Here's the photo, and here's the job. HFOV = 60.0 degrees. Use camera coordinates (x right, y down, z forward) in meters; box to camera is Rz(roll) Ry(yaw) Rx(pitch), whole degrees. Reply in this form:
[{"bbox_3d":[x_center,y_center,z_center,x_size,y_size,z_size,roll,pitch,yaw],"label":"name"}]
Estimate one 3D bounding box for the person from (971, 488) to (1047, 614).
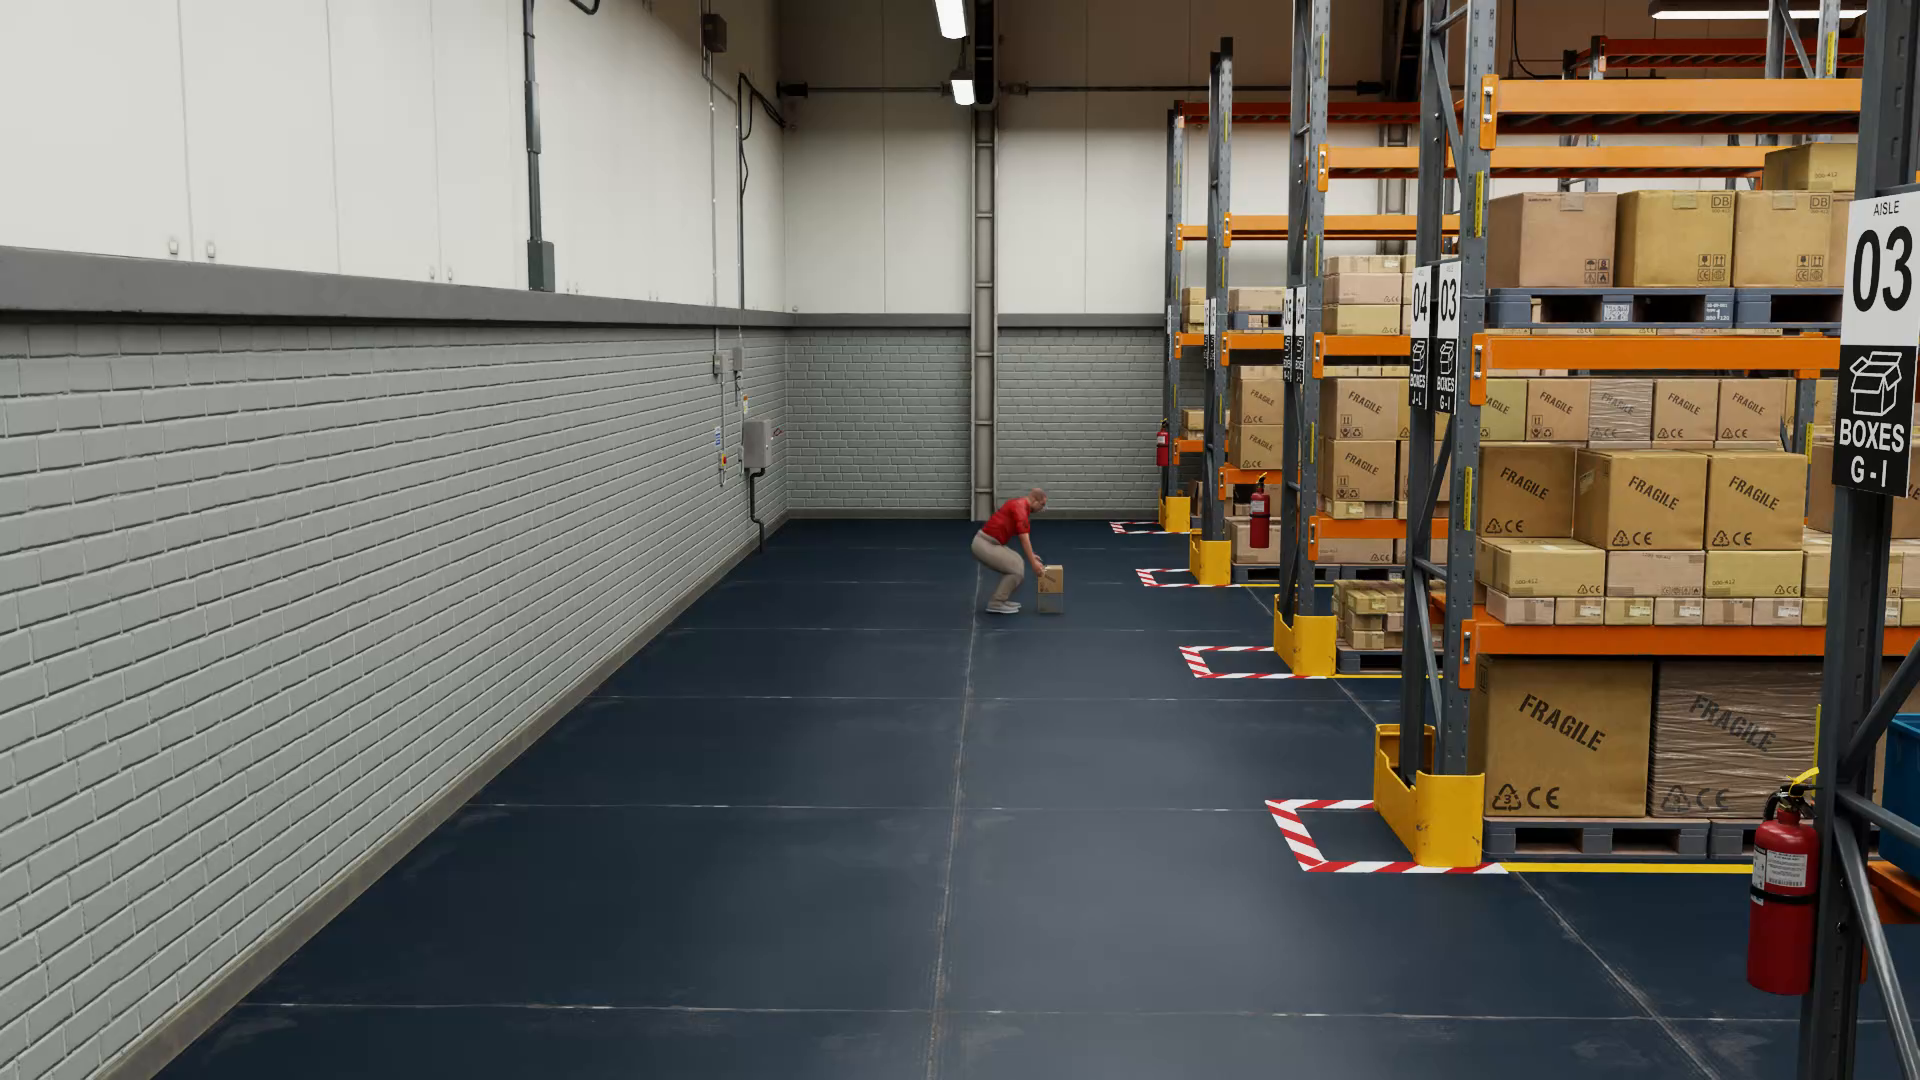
[{"bbox_3d":[0.499,0.096,16.963,0.778,1.263,0.587,0,7,1],"label":"person"}]
